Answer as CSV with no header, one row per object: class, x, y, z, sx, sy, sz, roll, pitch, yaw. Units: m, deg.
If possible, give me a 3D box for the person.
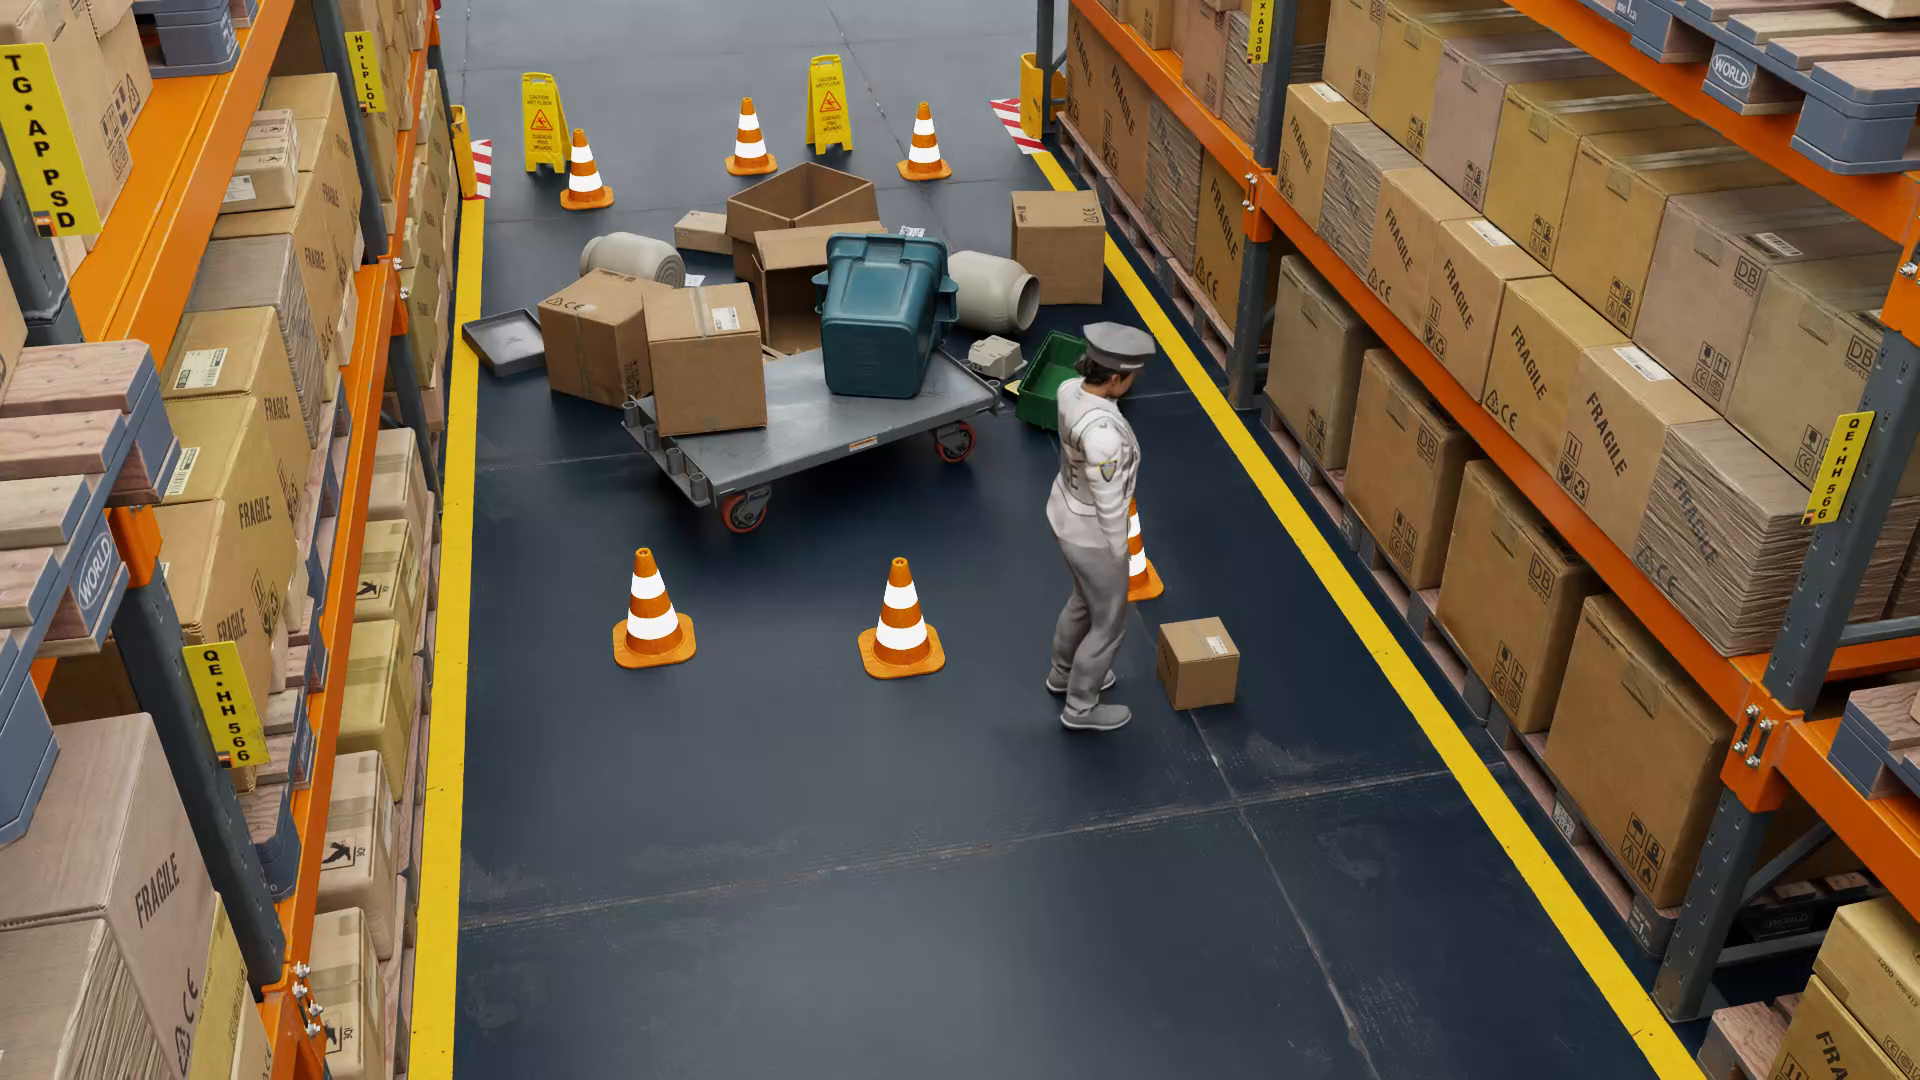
person,0.501,-0.039,6.217,0.352,1.660,0.479,-7,35,-9
